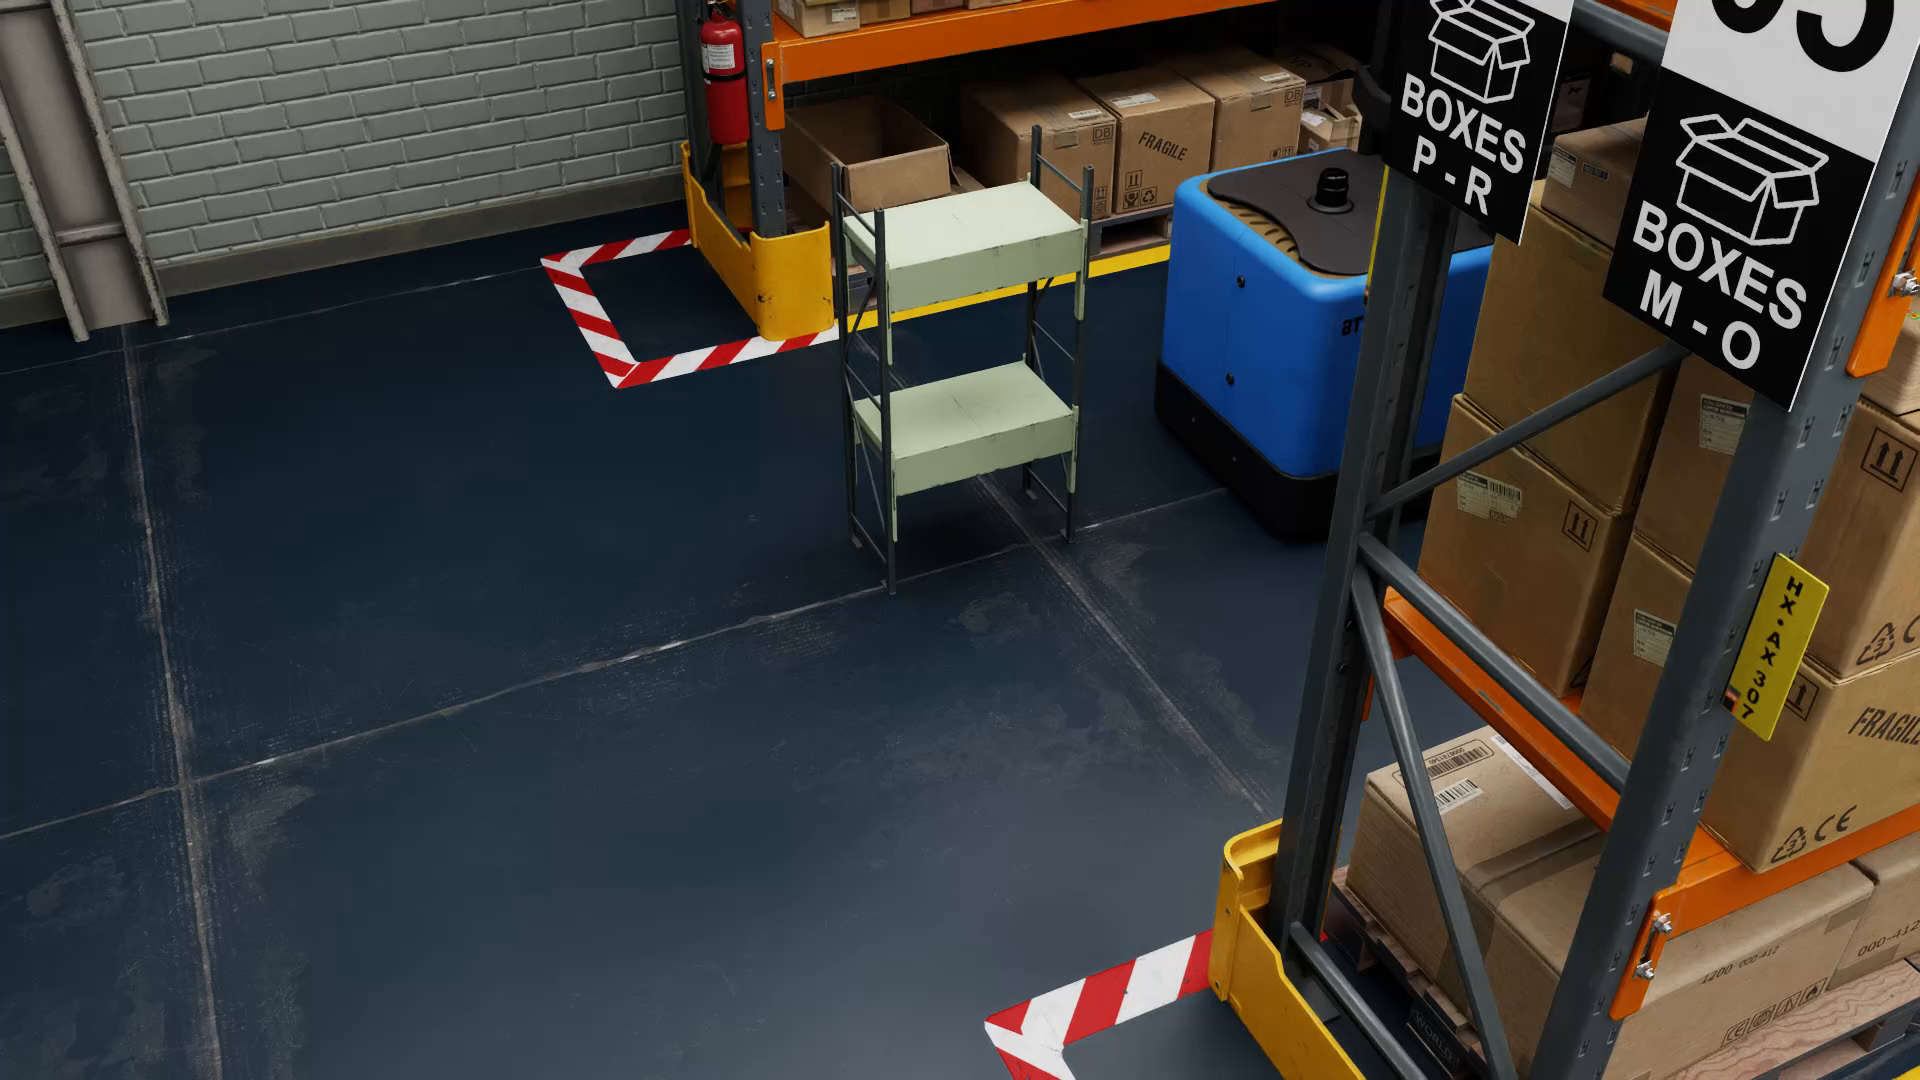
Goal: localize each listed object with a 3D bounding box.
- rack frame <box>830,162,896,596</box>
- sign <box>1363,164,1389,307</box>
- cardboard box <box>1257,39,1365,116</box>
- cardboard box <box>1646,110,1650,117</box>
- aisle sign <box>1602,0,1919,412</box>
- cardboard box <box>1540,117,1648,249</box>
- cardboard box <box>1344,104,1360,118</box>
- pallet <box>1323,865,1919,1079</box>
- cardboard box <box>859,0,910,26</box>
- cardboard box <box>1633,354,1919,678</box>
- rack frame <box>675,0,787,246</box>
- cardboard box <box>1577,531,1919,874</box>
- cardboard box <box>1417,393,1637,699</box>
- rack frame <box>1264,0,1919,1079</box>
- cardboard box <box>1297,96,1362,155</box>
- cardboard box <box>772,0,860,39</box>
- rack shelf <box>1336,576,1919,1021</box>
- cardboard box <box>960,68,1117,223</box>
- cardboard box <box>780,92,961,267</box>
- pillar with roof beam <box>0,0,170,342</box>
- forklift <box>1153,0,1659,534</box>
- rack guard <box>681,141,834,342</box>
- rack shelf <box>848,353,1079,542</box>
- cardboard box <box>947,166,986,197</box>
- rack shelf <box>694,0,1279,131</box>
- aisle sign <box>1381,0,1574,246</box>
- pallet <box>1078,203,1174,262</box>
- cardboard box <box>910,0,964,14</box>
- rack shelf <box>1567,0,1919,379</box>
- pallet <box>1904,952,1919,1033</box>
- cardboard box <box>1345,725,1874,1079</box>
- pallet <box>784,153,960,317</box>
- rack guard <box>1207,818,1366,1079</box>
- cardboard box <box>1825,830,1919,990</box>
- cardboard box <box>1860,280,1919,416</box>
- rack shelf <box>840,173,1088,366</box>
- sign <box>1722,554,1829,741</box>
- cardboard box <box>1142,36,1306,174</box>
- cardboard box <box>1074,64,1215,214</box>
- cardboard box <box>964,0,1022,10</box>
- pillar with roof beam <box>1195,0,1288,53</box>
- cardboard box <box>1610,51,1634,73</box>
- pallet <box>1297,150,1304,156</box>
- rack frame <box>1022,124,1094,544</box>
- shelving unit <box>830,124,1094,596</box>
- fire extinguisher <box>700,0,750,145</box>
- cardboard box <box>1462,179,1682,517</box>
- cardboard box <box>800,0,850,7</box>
[{"bbox_3d":[-0.325,-0.511,5.681,0.023,1.500,0.400,-16,39,-20],"label":"rack frame"},{"bbox_3d":[0.872,-0.600,3.370,0.005,0.325,0.100,-16,39,-20],"label":"sign"},{"bbox_3d":[1.900,-2.481,8.981,0.500,0.311,0.500,-14,39,-18],"label":"cardboard box"},{"bbox_3d":[1.549,-0.722,3.238,0.250,0.149,0.380,-15,39,-19],"label":"cardboard box"},{"bbox_3d":[1.148,-0.613,2.377,0.004,0.787,0.394,-16,39,-20],"label":"aisle sign"},{"bbox_3d":[1.329,-0.645,3.134,0.250,0.149,0.380,-15,39,-19],"label":"cardboard box"},{"bbox_3d":[2.219,-2.156,8.680,0.250,0.149,0.380,-17,40,-21],"label":"cardboard box"},{"bbox_3d":[1.780,1.132,4.547,1.213,0.211,1.003,-16,39,-20],"label":"pallet"},{"bbox_3d":[-0.398,-2.343,7.102,0.250,0.149,0.380,-15,39,-19],"label":"cardboard box"},{"bbox_3d":[1.645,-0.153,3.015,0.500,0.500,0.500,-16,40,-21],"label":"cardboard box"},{"bbox_3d":[-1.023,-2.419,6.994,0.127,3.000,1.000,-16,39,-20],"label":"rack frame"},{"bbox_3d":[1.646,0.250,3.312,0.500,0.500,0.500,-16,39,-20],"label":"cardboard box"},{"bbox_3d":[1.414,-0.049,3.714,0.500,0.500,0.500,-15,39,-20],"label":"cardboard box"},{"bbox_3d":[1.090,0.256,3.386,0.127,3.000,1.000,-16,39,-20],"label":"rack frame"},{"bbox_3d":[1.895,-2.113,8.523,0.258,0.266,0.396,-14,39,-18],"label":"cardboard box"},{"bbox_3d":[-0.609,-2.254,6.982,0.250,0.149,0.380,-16,39,-20],"label":"cardboard box"},{"bbox_3d":[2.900,0.039,4.283,4.000,0.370,1.077,-16,39,-20],"label":"rack shelf"},{"bbox_3d":[0.361,-1.883,8.017,0.500,0.500,0.700,-14,39,-18],"label":"cardboard box"},{"bbox_3d":[-0.429,-1.689,7.753,0.637,0.503,0.797,-17,40,-22],"label":"cardboard box"},{"bbox_3d":[-2.017,-2.311,1.812,0.400,9.000,9.100,-16,39,-20],"label":"pillar with roof beam"},{"bbox_3d":[2.360,-1.782,6.192,3.031,2.935,1.130,-15,39,-19],"label":"forklift"},{"bbox_3d":[-0.954,-1.435,7.765,0.348,0.500,1.175,-16,39,-20],"label":"rack guard"},{"bbox_3d":[0.006,-0.342,6.000,0.720,0.370,0.431,-16,39,-20],"label":"rack shelf"},{"bbox_3d":[-0.028,-1.633,7.975,0.250,0.149,0.380,-17,40,-22],"label":"cardboard box"},{"bbox_3d":[0.788,-2.637,7.891,4.000,0.370,1.077,-16,39,-20],"label":"rack shelf"},{"bbox_3d":[0.893,-0.937,2.813,0.004,0.787,0.394,-16,39,-20],"label":"aisle sign"},{"bbox_3d":[0.870,-1.827,8.537,1.213,0.211,1.003,-16,39,-20],"label":"pallet"},{"bbox_3d":[-0.175,-2.428,7.217,0.250,0.149,0.380,-16,40,-21],"label":"cardboard box"},{"bbox_3d":[2.900,-1.166,3.390,4.000,0.370,1.077,-16,39,-20],"label":"rack shelf"},{"bbox_3d":[2.883,0.825,4.960,1.213,0.211,1.003,-16,39,-20],"label":"pallet"},{"bbox_3d":[1.645,0.896,4.323,0.875,0.438,0.875,-17,40,-21],"label":"cardboard box"},{"bbox_3d":[-0.233,-1.521,8.124,1.213,0.211,1.003,-16,39,-20],"label":"pallet"},{"bbox_3d":[1.068,1.266,4.123,0.348,0.500,1.175,-16,39,-20],"label":"rack guard"},{"bbox_3d":[2.469,0.660,4.641,0.875,0.438,0.875,-15,39,-19],"label":"cardboard box"},{"bbox_3d":[1.529,-0.386,2.785,0.250,0.149,0.380,-15,39,-19],"label":"cardboard box"},{"bbox_3d":[0.006,-0.918,5.573,0.720,0.370,0.431,-16,39,-20],"label":"rack shelf"},{"bbox_3d":[1.320,0.178,2.699,0.005,0.325,0.100,-16,39,-20],"label":"sign"},{"bbox_3d":[1.301,-2.146,8.371,0.500,0.500,0.700,-17,40,-22],"label":"cardboard box"},{"bbox_3d":[0.883,-1.963,8.125,0.500,0.500,0.500,-15,39,-19],"label":"cardboard box"},{"bbox_3d":[0.080,-2.459,7.259,0.250,0.149,0.380,-14,39,-19],"label":"cardboard box"},{"bbox_3d":[3.414,-3.830,3.860,0.400,9.000,9.100,-16,39,-20],"label":"pillar with roof beam"},{"bbox_3d":[3.609,-2.738,9.169,0.500,0.500,0.500,-16,40,-21],"label":"cardboard box"},{"bbox_3d":[1.976,-2.139,8.956,1.213,0.211,1.003,-16,39,-20],"label":"pallet"},{"bbox_3d":[0.337,-0.697,5.930,0.023,1.500,0.400,-16,39,-20],"label":"rack frame"},{"bbox_3d":[0.006,-0.604,5.805,0.755,1.500,0.431,-16,39,-20],"label":"shelving unit"},{"bbox_3d":[-0.960,-1.952,6.742,0.183,0.674,0.296,-16,39,-20],"label":"fire extinguisher"},{"bbox_3d":[1.425,-0.436,3.396,0.500,0.500,0.500,-14,39,-18],"label":"cardboard box"},{"bbox_3d":[-0.498,-2.448,6.909,0.500,0.250,0.500,-15,39,-20],"label":"cardboard box"}]
